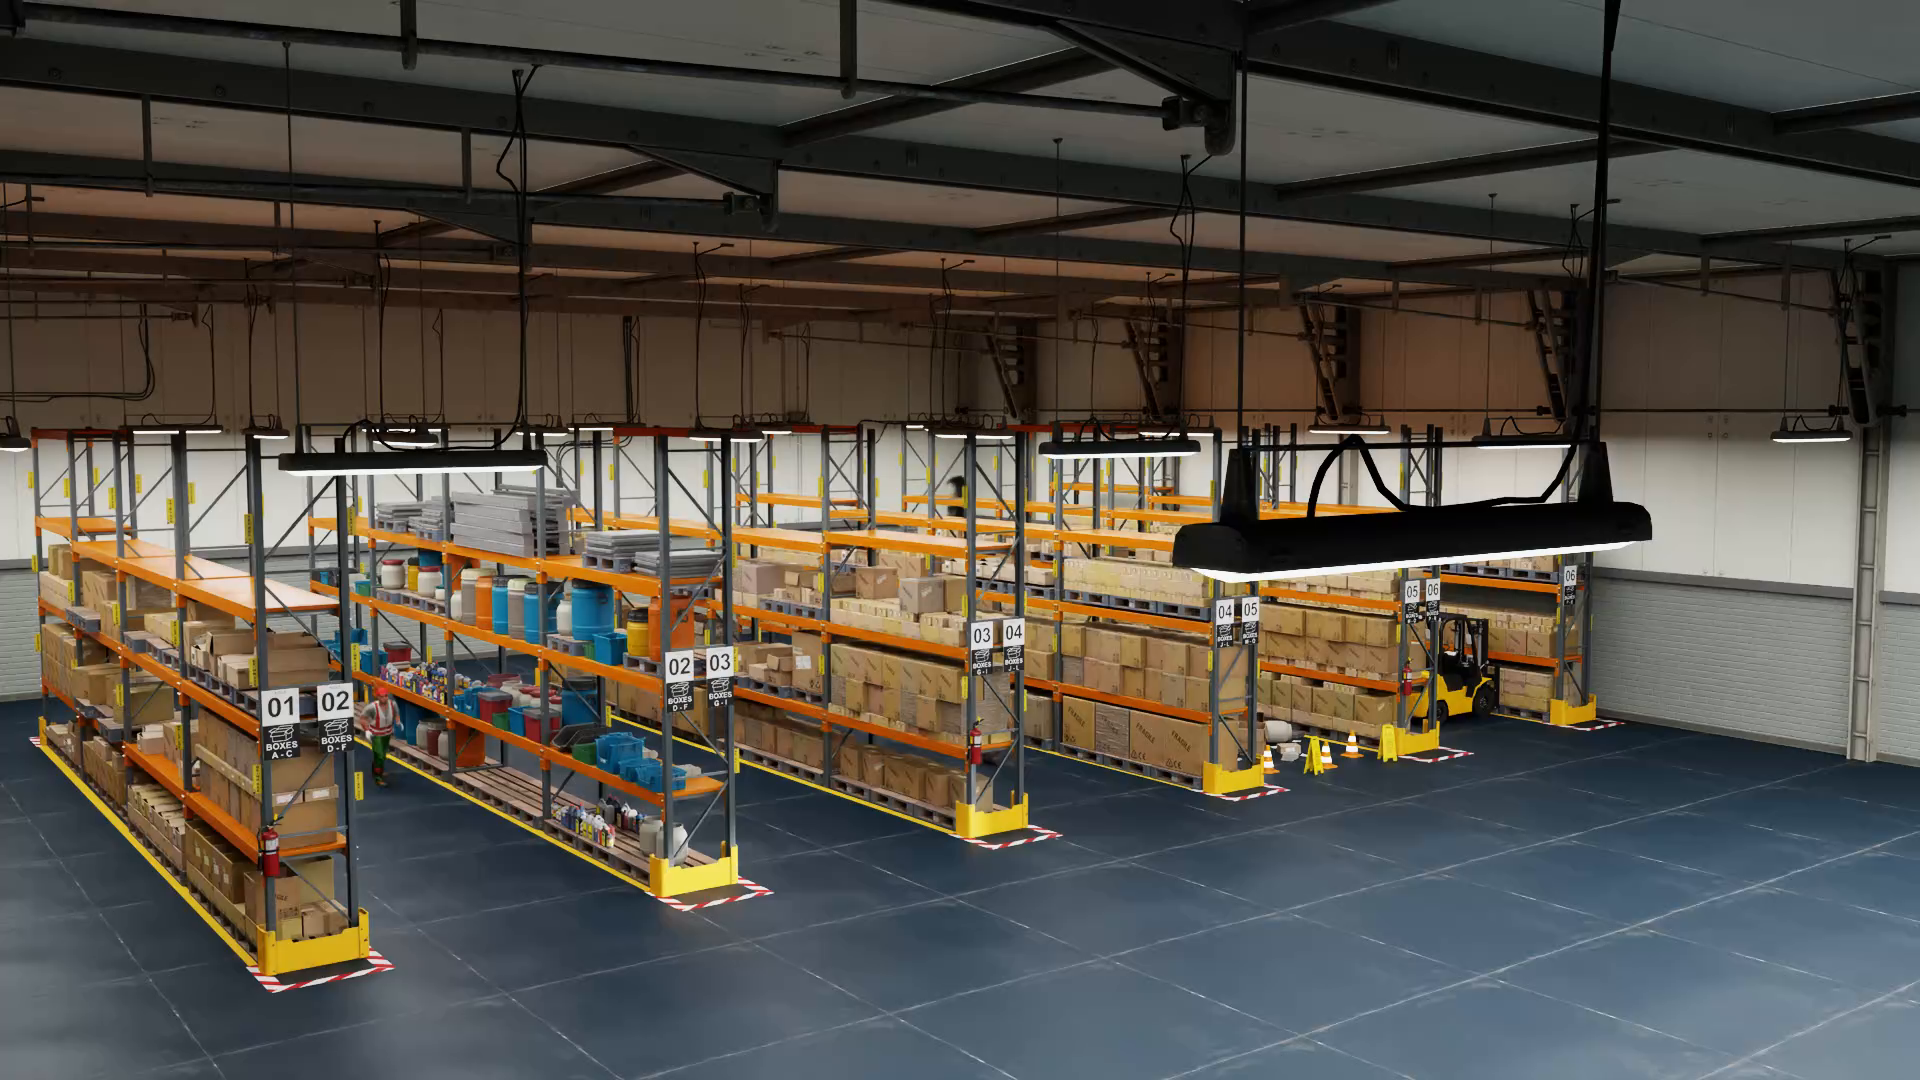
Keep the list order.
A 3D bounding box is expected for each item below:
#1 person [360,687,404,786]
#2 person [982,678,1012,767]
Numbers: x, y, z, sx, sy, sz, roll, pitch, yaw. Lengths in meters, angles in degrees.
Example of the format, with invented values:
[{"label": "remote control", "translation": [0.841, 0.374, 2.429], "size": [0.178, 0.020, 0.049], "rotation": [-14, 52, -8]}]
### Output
[{"label": "person", "translation": [-9.763, 3.286, 28.081], "size": [0.924, 1.702, 0.692], "rotation": [3, 5, 32]}, {"label": "person", "translation": [0.646, 3.199, 29.483], "size": [0.572, 1.656, 0.656], "rotation": [1, 5, 10]}]
